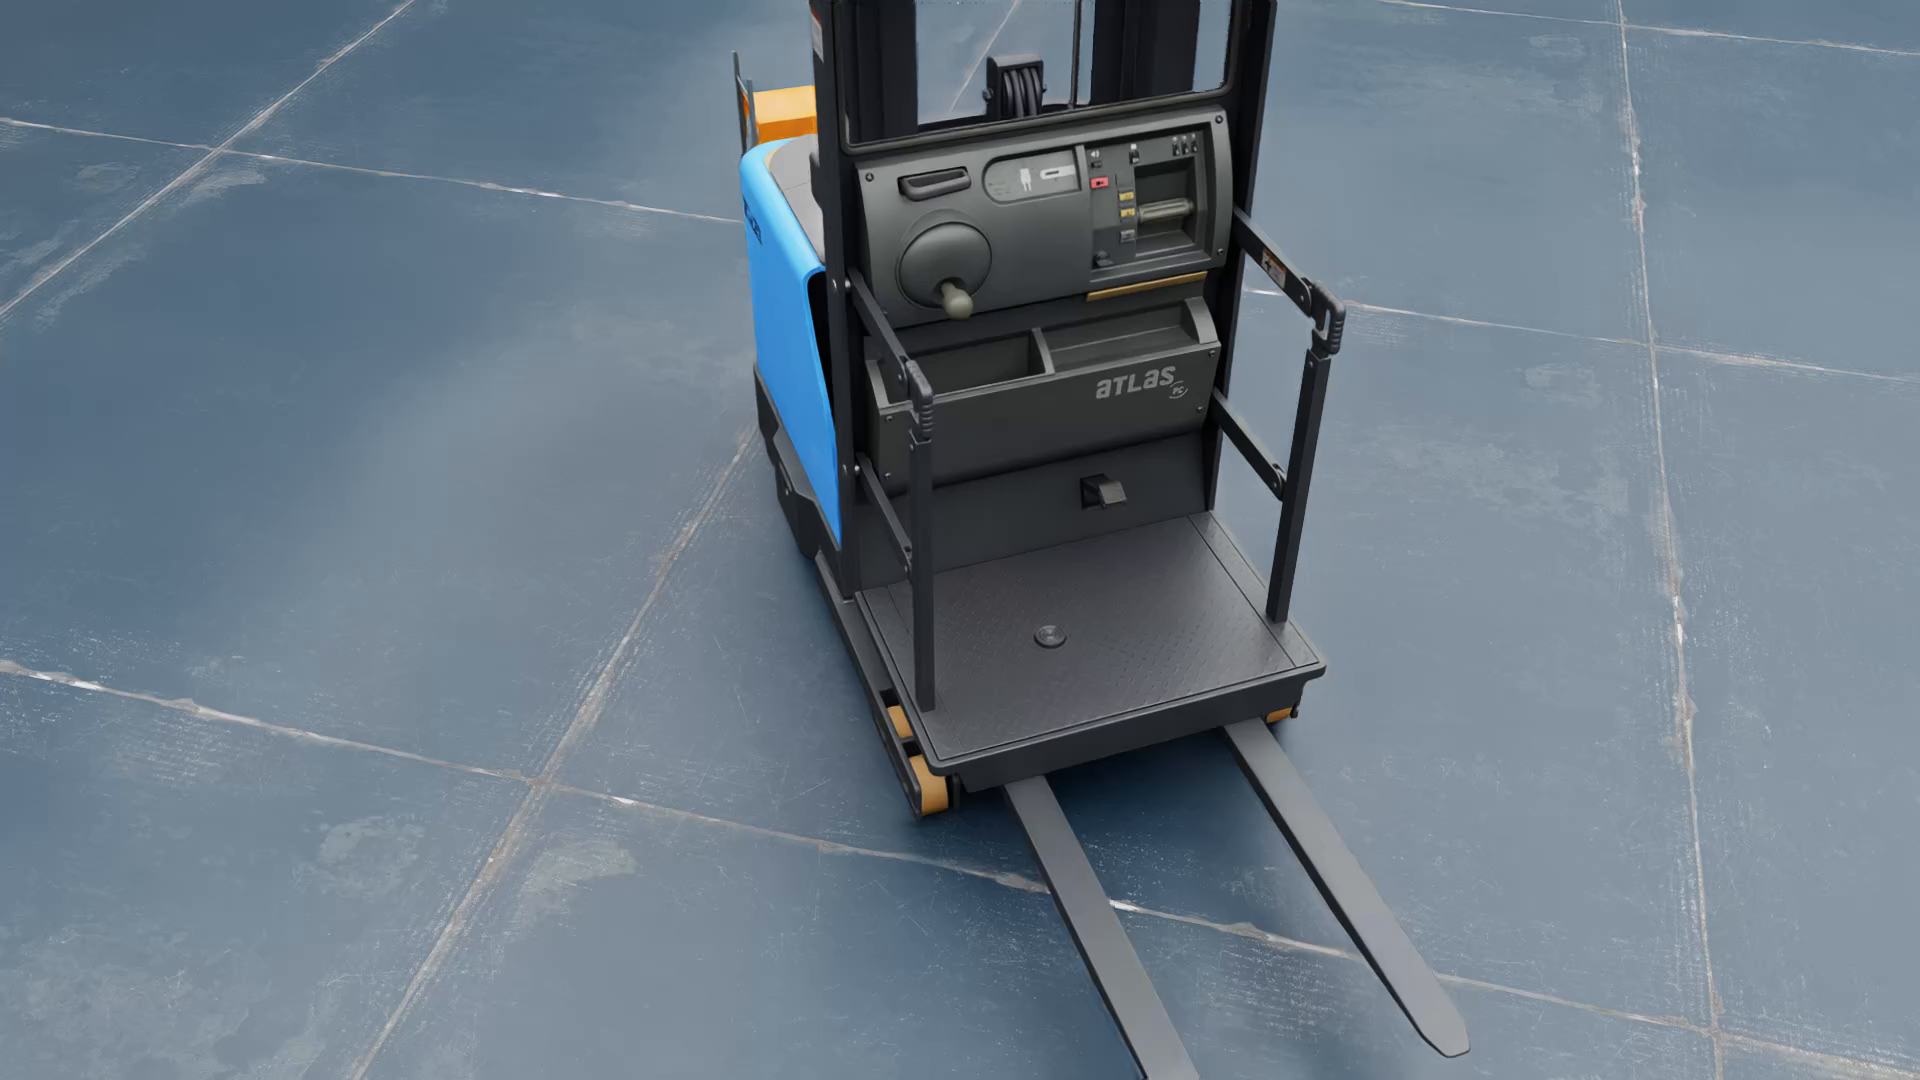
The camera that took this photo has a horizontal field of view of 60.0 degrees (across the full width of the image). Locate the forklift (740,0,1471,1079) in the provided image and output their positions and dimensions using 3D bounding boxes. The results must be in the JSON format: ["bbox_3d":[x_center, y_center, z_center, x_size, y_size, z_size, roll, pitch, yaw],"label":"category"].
[{"bbox_3d":[0.289,-0.698,3.802,1.130,2.935,3.031,-13,42,-15],"label":"forklift"}]

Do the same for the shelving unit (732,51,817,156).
[{"bbox_3d":[-0.430,-1.032,5.537,0.503,1.200,0.258,-11,39,-13],"label":"shelving unit"}]

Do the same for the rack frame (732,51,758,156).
[{"bbox_3d":[-0.663,-0.985,5.481,0.015,1.200,0.240,-11,39,-13],"label":"rack frame"}]

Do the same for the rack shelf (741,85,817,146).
[{"bbox_3d":[-0.435,-1.344,5.298,0.480,0.148,0.258,-11,39,-13],"label":"rack shelf"}]
